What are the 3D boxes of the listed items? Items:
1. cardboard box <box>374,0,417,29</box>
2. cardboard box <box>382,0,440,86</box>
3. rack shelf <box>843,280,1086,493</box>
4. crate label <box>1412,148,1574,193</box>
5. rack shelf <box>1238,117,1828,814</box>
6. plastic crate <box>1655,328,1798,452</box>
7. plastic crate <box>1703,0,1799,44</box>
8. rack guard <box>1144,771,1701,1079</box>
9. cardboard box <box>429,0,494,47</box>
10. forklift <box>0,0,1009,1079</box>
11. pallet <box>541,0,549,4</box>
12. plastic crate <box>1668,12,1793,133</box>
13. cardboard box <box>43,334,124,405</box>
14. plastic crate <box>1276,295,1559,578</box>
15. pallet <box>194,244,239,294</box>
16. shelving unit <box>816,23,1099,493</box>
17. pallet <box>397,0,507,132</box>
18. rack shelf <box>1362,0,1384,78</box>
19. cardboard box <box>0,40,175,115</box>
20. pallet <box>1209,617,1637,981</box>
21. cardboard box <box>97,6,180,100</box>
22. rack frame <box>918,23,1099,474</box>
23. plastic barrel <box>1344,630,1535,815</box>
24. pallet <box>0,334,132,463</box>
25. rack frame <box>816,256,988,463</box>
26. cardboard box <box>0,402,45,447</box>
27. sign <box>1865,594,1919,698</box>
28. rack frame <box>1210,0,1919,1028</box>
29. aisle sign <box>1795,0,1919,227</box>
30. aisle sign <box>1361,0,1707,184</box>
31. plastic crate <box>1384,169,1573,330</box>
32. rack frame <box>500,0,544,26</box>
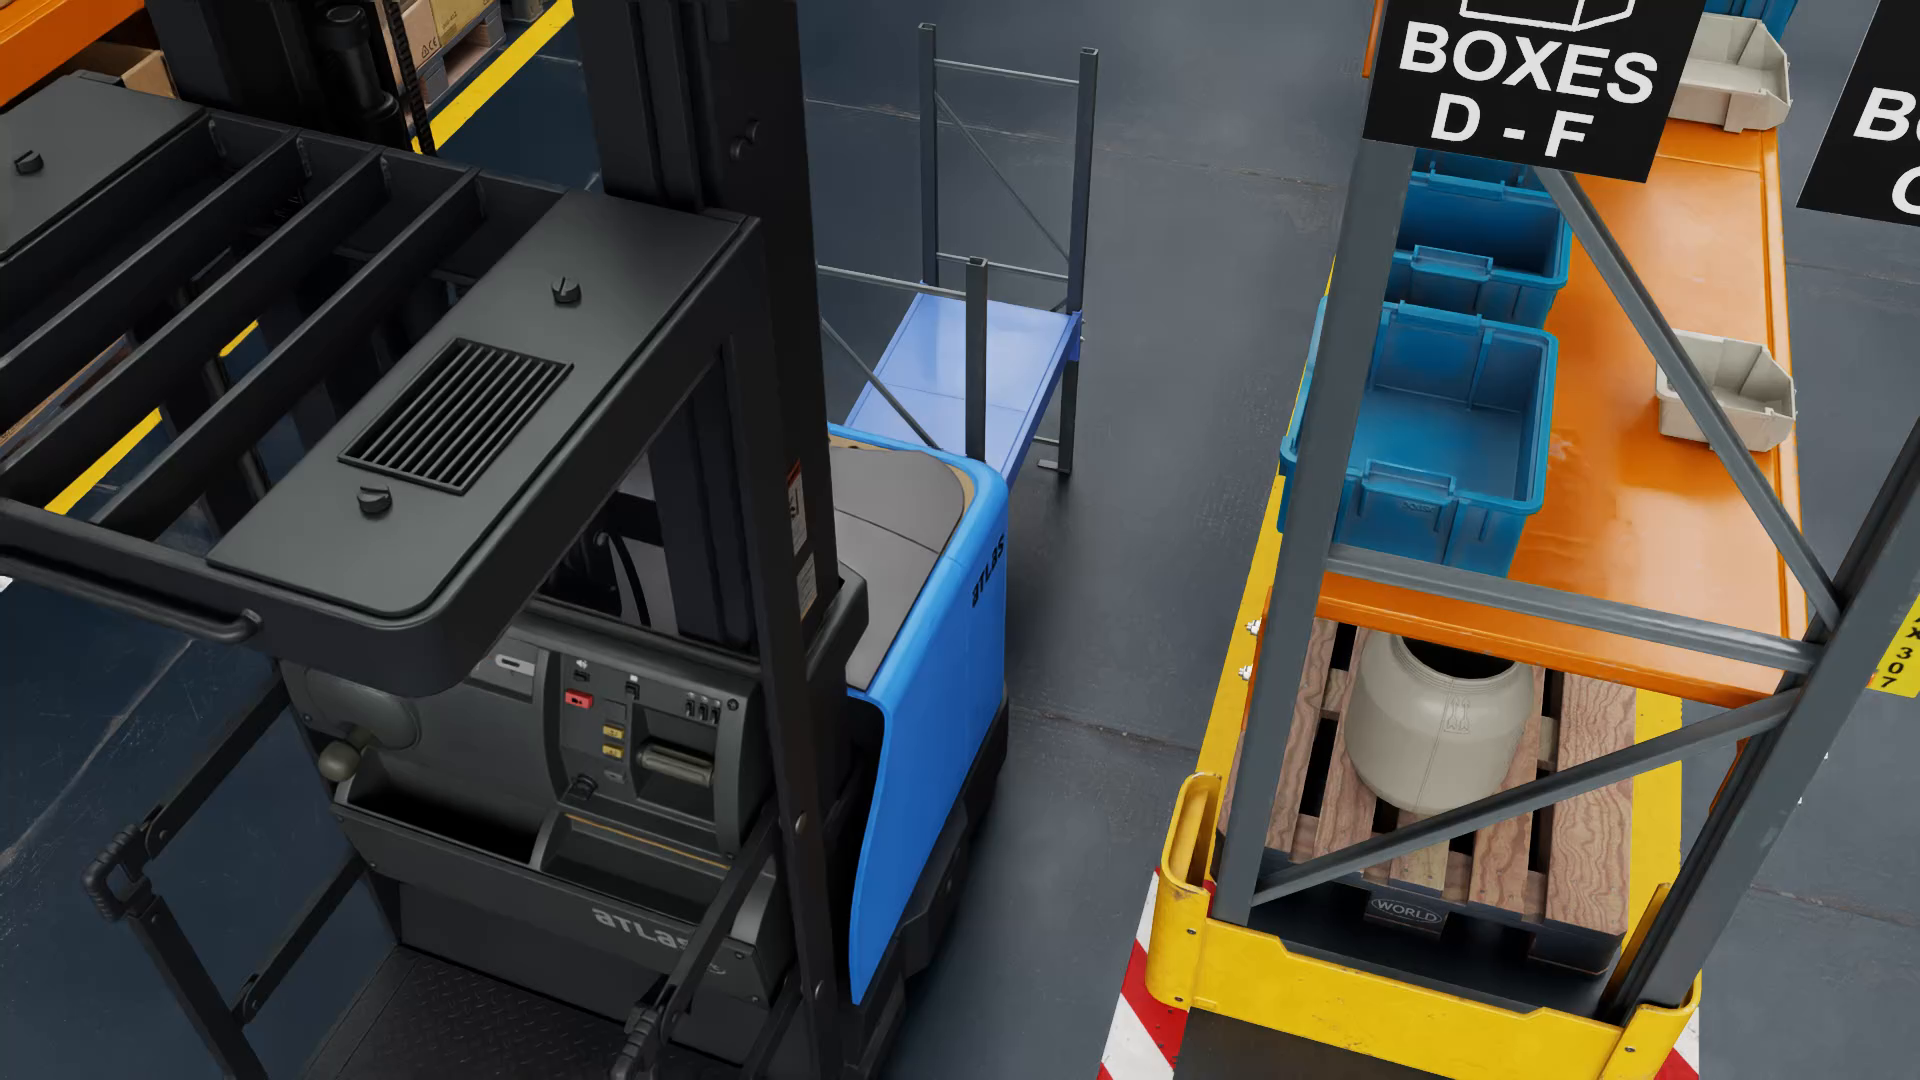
[{"bbox_3d":[-2.530,-2.344,6.630,0.500,0.500,0.500,13,46,13],"label":"cardboard box"},{"bbox_3d":[-2.528,-2.075,6.892,0.500,0.250,0.500,13,46,13],"label":"cardboard box"},{"bbox_3d":[-0.026,-0.351,4.793,0.538,0.185,1.000,13,46,12],"label":"rack shelf"},{"bbox_3d":[1.373,-1.173,4.279,0.502,0.435,0.616,13,46,13],"label":"crate label"},{"bbox_3d":[1.679,-0.953,4.593,1.077,0.370,4.000,13,46,13],"label":"rack shelf"},{"bbox_3d":[1.651,-0.311,3.611,0.298,0.136,0.250,13,46,13],"label":"plastic crate"},{"bbox_3d":[2.208,-1.694,4.943,0.499,0.251,0.616,13,46,13],"label":"plastic crate"},{"bbox_3d":[1.051,0.956,3.915,1.175,0.500,0.348,13,46,13],"label":"rack guard"},{"bbox_3d":[-2.367,-2.406,7.230,0.500,0.250,0.500,13,46,13],"label":"cardboard box"},{"bbox_3d":[-0.866,0.392,2.754,1.130,2.935,3.031,15,46,15],"label":"forklift"},{"bbox_3d":[-2.249,-3.097,8.264,1.003,0.211,1.213,13,46,13],"label":"pallet"},{"bbox_3d":[2.034,-1.313,4.635,0.530,0.136,0.437,13,46,13],"label":"plastic crate"},{"bbox_3d":[-3.124,-0.740,5.527,0.500,0.250,0.500,13,46,13],"label":"cardboard box"},{"bbox_3d":[0.939,-0.220,3.437,0.499,0.251,0.616,13,46,13],"label":"plastic crate"},{"bbox_3d":[-3.084,-1.261,6.387,1.003,0.211,1.213,13,46,13],"label":"pallet"},{"bbox_3d":[-0.026,-0.479,4.667,0.538,1.500,1.048,13,46,12],"label":"shelving unit"},{"bbox_3d":[-2.716,-2.077,7.221,1.003,0.211,1.213,13,46,13],"label":"pallet"},{"bbox_3d":[1.679,-2.025,3.544,1.077,0.370,4.000,13,46,13],"label":"rack shelf"},{"bbox_3d":[-2.983,-1.344,5.608,0.500,0.500,0.500,13,46,13],"label":"cardboard box"},{"bbox_3d":[1.302,0.519,4.569,1.003,0.211,1.213,13,46,13],"label":"pallet"},{"bbox_3d":[-2.815,-1.673,5.945,0.500,0.500,0.500,13,46,13],"label":"cardboard box"},{"bbox_3d":[0.128,-0.818,5.014,0.500,1.500,0.032,13,46,12],"label":"rack frame"},{"bbox_3d":[1.199,0.408,4.167,0.421,0.512,0.421,0,44,0],"label":"plastic barrel"},{"bbox_3d":[-3.455,-0.450,5.559,1.003,0.211,1.213,13,46,13],"label":"pallet"},{"bbox_3d":[-0.180,-0.140,4.321,0.500,1.500,0.032,13,46,12],"label":"rack frame"},{"bbox_3d":[-3.272,-0.406,5.186,0.500,0.250,0.500,13,46,13],"label":"cardboard box"},{"bbox_3d":[1.596,0.144,2.760,0.100,0.325,0.005,13,46,13],"label":"sign"},{"bbox_3d":[1.073,0.123,2.979,1.000,3.000,0.127,13,46,13],"label":"rack frame"},{"bbox_3d":[1.330,-0.696,1.958,0.394,0.787,0.004,13,46,13],"label":"aisle sign"},{"bbox_3d":[0.768,-0.821,2.085,0.394,0.787,0.004,13,46,13],"label":"aisle sign"},{"bbox_3d":[1.141,-0.652,3.878,0.499,0.251,0.408,13,46,13],"label":"plastic crate"},{"bbox_3d":[-2.435,-3.594,6.779,1.000,3.000,0.127,13,46,13],"label":"rack frame"}]
